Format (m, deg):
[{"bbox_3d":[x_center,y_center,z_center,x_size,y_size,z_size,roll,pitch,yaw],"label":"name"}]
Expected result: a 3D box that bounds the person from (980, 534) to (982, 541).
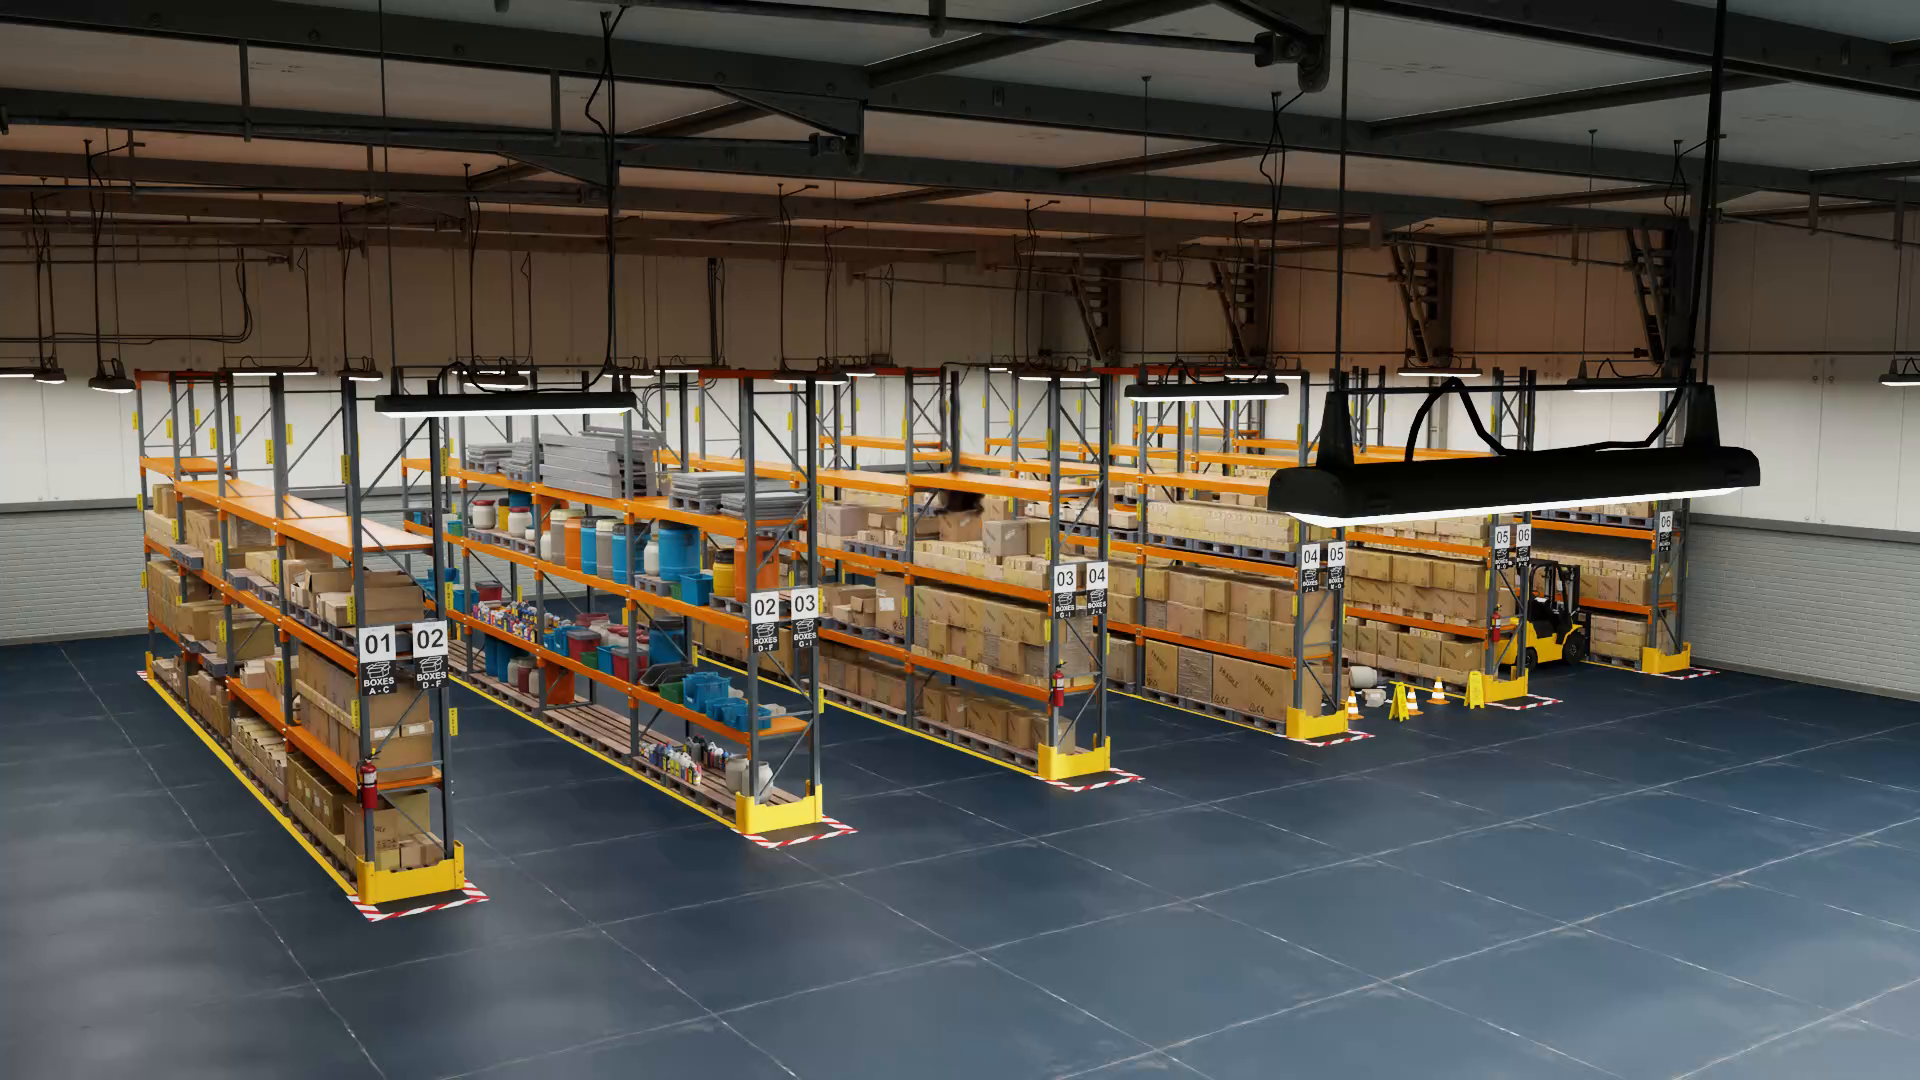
[{"bbox_3d":[0.660,0.405,44.787,0.672,1.743,0.691,-5,8,-40],"label":"person"}]
